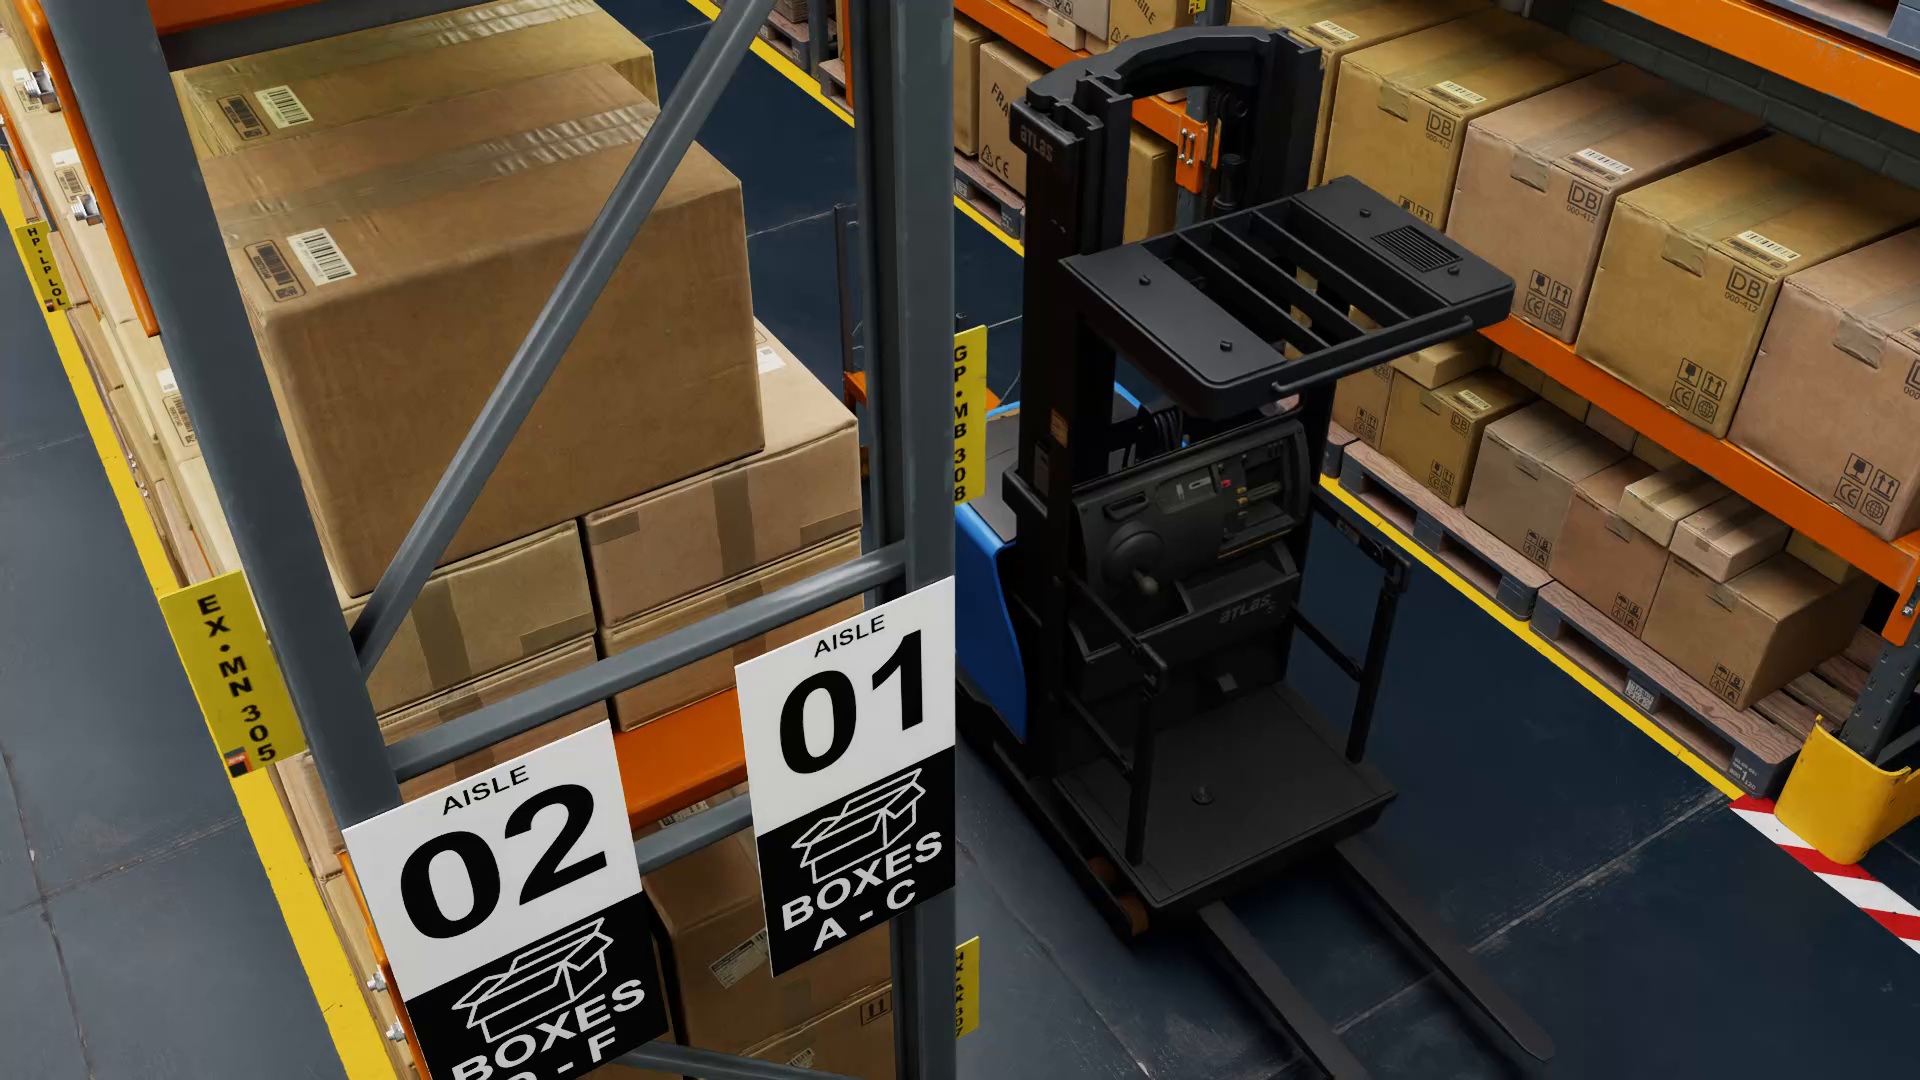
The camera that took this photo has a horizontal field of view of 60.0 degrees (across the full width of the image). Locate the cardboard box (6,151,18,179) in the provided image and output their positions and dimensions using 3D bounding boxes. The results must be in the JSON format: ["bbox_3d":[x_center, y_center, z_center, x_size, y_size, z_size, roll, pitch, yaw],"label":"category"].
[{"bbox_3d":[-5.251,-2.345,9.603,0.500,0.311,0.500,-21,44,-23],"label":"cardboard box"}]

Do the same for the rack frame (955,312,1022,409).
[{"bbox_3d":[0.203,-0.372,7.025,0.500,1.500,0.032,-21,44,-23],"label":"rack frame"}]

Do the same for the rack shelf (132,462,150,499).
[{"bbox_3d":[-1.535,0.688,5.143,1.077,0.370,4.000,-22,45,-24],"label":"rack shelf"}]

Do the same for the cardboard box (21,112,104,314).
[{"bbox_3d":[-1.760,-0.794,3.743,0.500,0.250,0.500,-22,45,-24],"label":"cardboard box"}]

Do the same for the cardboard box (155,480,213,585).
[{"bbox_3d":[-1.762,0.095,4.433,0.500,0.500,0.500,-21,44,-23],"label":"cardboard box"}]

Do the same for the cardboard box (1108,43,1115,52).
[{"bbox_3d":[0.988,-2.499,8.587,0.380,0.149,0.250,-21,44,-24],"label":"cardboard box"}]

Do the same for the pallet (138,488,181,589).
[{"bbox_3d":[-3.080,-0.022,7.612,1.003,0.211,1.213,-22,45,-24],"label":"pallet"}]

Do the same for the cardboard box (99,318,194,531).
[{"bbox_3d":[-1.498,-0.329,3.576,0.500,0.250,0.500,-22,45,-24],"label":"cardboard box"}]

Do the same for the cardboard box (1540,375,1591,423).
[{"bbox_3d":[2.806,-0.695,7.358,0.380,0.149,0.250,-22,44,-24],"label":"cardboard box"}]

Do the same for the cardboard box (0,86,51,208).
[{"bbox_3d":[-2.293,-1.144,4.553,0.500,0.250,0.500,-22,45,-24],"label":"cardboard box"}]

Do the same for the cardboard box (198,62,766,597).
[{"bbox_3d":[-0.750,-0.355,2.631,0.700,0.500,0.500,-22,45,-24],"label":"cardboard box"}]

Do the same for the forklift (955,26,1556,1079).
[{"bbox_3d":[0.907,-0.026,5.491,1.130,2.935,3.031,-20,44,-22],"label":"forklift"}]

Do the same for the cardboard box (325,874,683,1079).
[{"bbox_3d":[-0.931,0.923,3.440,0.500,0.500,0.500,-23,45,-25],"label":"cardboard box"}]

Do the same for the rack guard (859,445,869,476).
[{"bbox_3d":[-0.309,-0.440,8.083,0.587,0.250,0.087,-21,44,-23],"label":"rack guard"}]

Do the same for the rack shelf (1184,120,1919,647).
[{"bbox_3d":[2.639,-1.019,7.192,1.077,0.370,4.000,-22,45,-24],"label":"rack shelf"}]

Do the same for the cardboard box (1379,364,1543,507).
[{"bbox_3d":[2.421,-0.587,7.736,0.700,0.500,0.500,-21,44,-23],"label":"cardboard box"}]

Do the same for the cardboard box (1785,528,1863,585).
[{"bbox_3d":[3.490,-0.011,6.538,0.380,0.149,0.250,-22,45,-24],"label":"cardboard box"}]

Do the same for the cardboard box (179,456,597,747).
[{"bbox_3d":[-0.951,0.015,2.772,0.500,0.250,0.500,-22,45,-24],"label":"cardboard box"}]

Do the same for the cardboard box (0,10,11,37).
[{"bbox_3d":[-2.168,-1.675,4.214,0.700,0.500,0.500,-22,45,-24],"label":"cardboard box"}]

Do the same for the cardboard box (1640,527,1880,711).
[{"bbox_3d":[3.254,0.240,6.744,0.700,0.500,0.500,-22,45,-24],"label":"cardboard box"}]

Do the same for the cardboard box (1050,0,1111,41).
[{"bbox_3d":[0.820,-2.970,8.644,0.500,0.500,0.500,-22,45,-24],"label":"cardboard box"}]

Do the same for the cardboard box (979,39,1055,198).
[{"bbox_3d":[0.624,-2.495,9.752,0.750,0.750,0.750,-21,44,-23],"label":"cardboard box"}]

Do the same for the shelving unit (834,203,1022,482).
[{"bbox_3d":[-0.053,-0.647,7.354,0.587,1.500,1.083,-21,44,-23],"label":"shelving unit"}]

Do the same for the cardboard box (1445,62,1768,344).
[{"bbox_3d":[2.629,-1.406,6.860,0.980,0.700,0.700,-24,46,-26],"label":"cardboard box"}]

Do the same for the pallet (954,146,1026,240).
[{"bbox_3d":[0.425,-2.353,10.409,1.003,0.211,1.213,-22,45,-24],"label":"pallet"}]

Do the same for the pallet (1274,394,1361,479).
[{"bbox_3d":[1.907,-0.866,8.625,1.003,0.211,1.213,-22,45,-24],"label":"pallet"}]

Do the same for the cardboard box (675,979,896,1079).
[{"bbox_3d":[-0.476,1.123,3.982,0.500,0.500,0.500,-21,44,-24],"label":"cardboard box"}]

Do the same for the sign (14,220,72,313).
[{"bbox_3d":[-3.077,-0.920,5.606,0.100,0.325,0.005,-22,45,-24],"label":"sign"}]

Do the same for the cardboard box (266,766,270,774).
[{"bbox_3d":[-1.747,0.483,4.749,0.500,0.500,0.500,-23,45,-25],"label":"cardboard box"}]

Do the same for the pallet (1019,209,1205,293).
[{"bbox_3d":[1.085,-1.694,9.618,1.003,0.211,1.213,-22,45,-24],"label":"pallet"}]

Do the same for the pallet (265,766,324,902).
[{"bbox_3d":[-2.242,0.775,6.656,1.003,0.211,1.213,-22,45,-24],"label":"pallet"}]

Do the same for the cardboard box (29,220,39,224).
[{"bbox_3d":[-4.472,-1.411,8.709,0.500,0.500,0.500,-24,45,-26],"label":"cardboard box"}]

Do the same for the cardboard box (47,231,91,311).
[{"bbox_3d":[-2.595,-0.739,5.435,0.500,0.500,0.500,-21,44,-23],"label":"cardboard box"}]

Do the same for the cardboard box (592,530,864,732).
[{"bbox_3d":[-0.522,0.032,3.143,0.500,0.250,0.500,-22,45,-24],"label":"cardboard box"}]

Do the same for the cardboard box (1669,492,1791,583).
[{"bbox_3d":[3.031,-0.016,6.544,0.380,0.149,0.250,-23,45,-25],"label":"cardboard box"}]

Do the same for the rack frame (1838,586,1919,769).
[{"bbox_3d":[3.715,-0.216,5.666,1.000,3.000,0.127,-22,45,-24],"label":"rack frame"}]

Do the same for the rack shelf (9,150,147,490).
[{"bbox_3d":[-3.686,-1.471,7.734,1.077,0.370,4.000,-22,45,-24],"label":"rack shelf"}]

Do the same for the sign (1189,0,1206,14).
[{"bbox_3d":[1.111,-2.597,7.681,0.100,0.325,0.005,-22,45,-24],"label":"sign"}]

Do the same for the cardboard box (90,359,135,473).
[{"bbox_3d":[-3.646,-0.585,7.717,0.500,0.500,0.500,-22,44,-24],"label":"cardboard box"}]

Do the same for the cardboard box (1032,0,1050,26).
[{"bbox_3d":[0.619,-2.932,9.106,0.380,0.149,0.250,-22,45,-24],"label":"cardboard box"}]

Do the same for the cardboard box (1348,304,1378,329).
[{"bbox_3d":[1.910,-1.138,7.891,0.380,0.149,0.250,-21,44,-23],"label":"cardboard box"}]

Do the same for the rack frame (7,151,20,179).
[{"bbox_3d":[-4.762,-2.827,8.799,1.000,3.000,0.127,-22,45,-24],"label":"rack frame"}]
